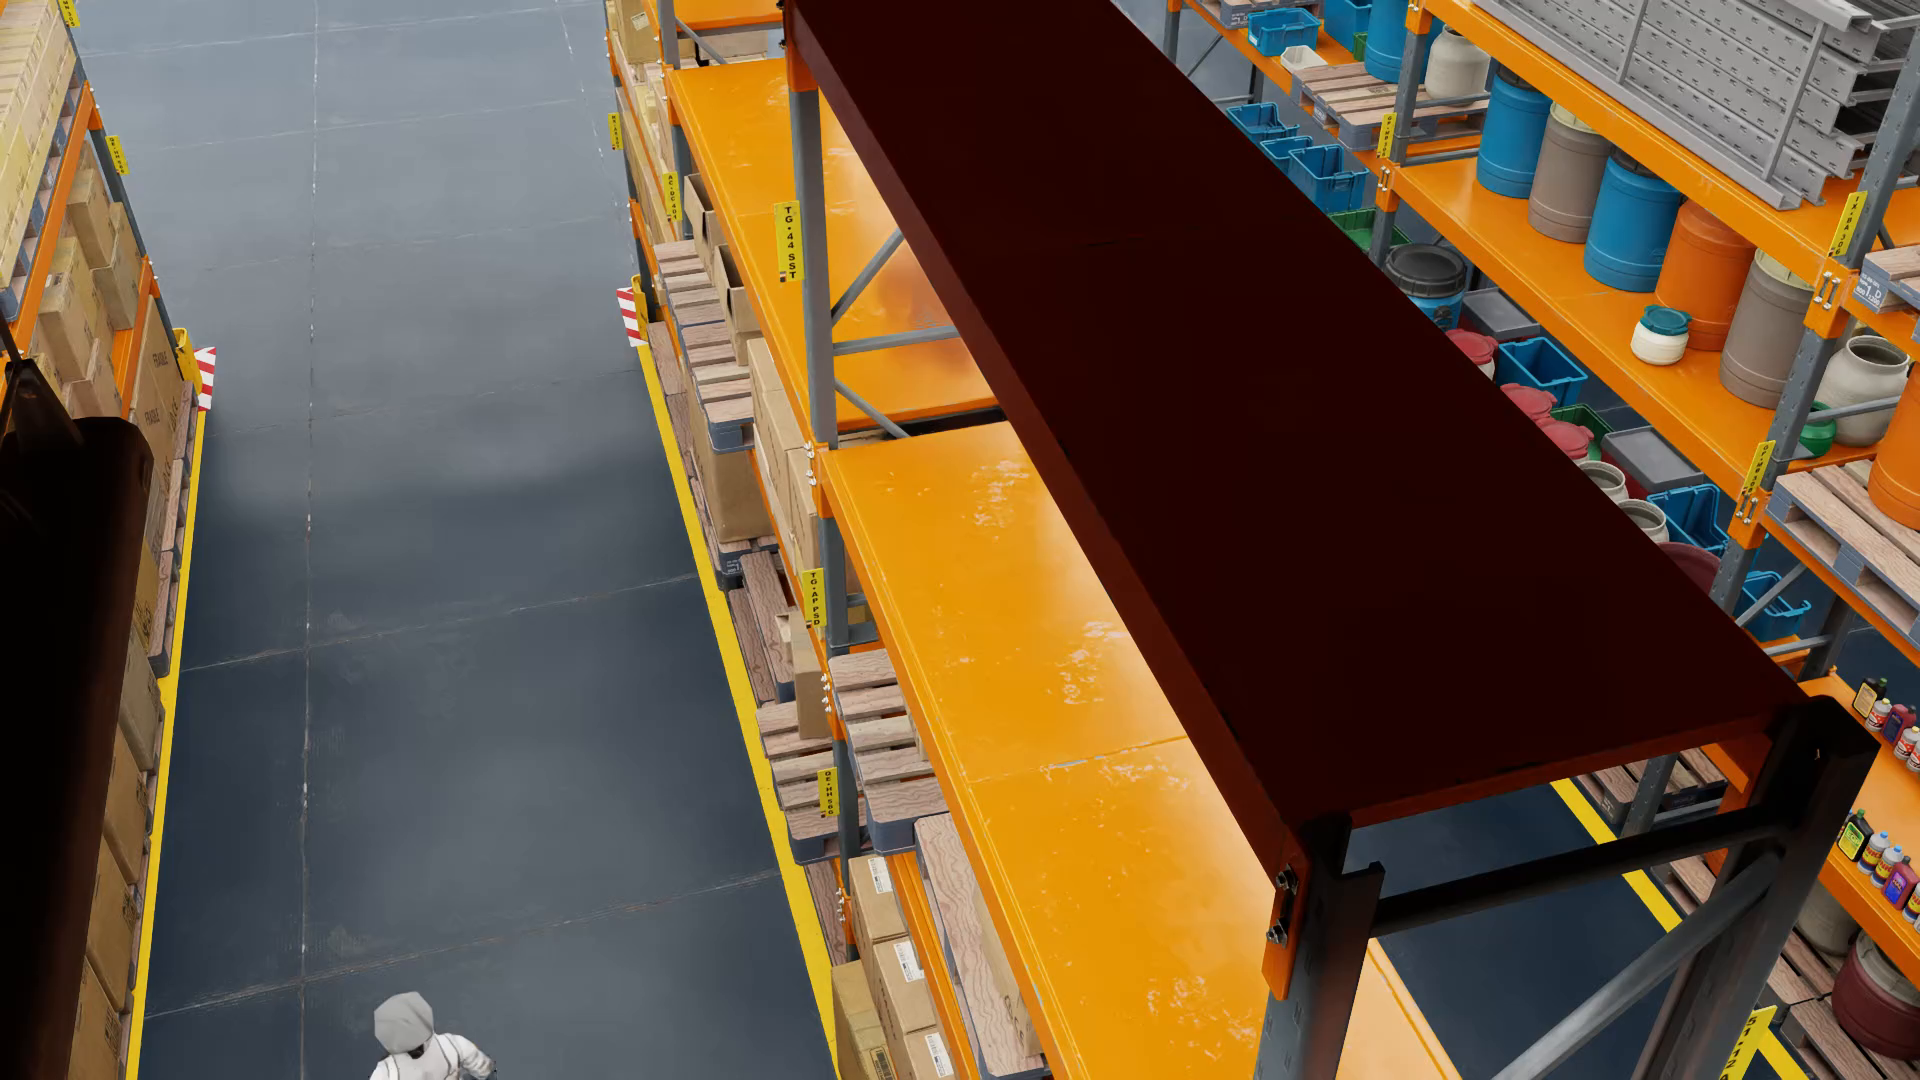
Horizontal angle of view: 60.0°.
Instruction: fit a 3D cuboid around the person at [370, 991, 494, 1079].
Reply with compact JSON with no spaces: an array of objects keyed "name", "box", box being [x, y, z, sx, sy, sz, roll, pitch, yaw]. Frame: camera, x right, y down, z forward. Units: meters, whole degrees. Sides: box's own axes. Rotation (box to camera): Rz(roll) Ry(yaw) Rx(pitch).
[{"name":"person","box":[-2.367,2.761,7.582,0.638,1.791,0.790,-17,41,-20]}]
